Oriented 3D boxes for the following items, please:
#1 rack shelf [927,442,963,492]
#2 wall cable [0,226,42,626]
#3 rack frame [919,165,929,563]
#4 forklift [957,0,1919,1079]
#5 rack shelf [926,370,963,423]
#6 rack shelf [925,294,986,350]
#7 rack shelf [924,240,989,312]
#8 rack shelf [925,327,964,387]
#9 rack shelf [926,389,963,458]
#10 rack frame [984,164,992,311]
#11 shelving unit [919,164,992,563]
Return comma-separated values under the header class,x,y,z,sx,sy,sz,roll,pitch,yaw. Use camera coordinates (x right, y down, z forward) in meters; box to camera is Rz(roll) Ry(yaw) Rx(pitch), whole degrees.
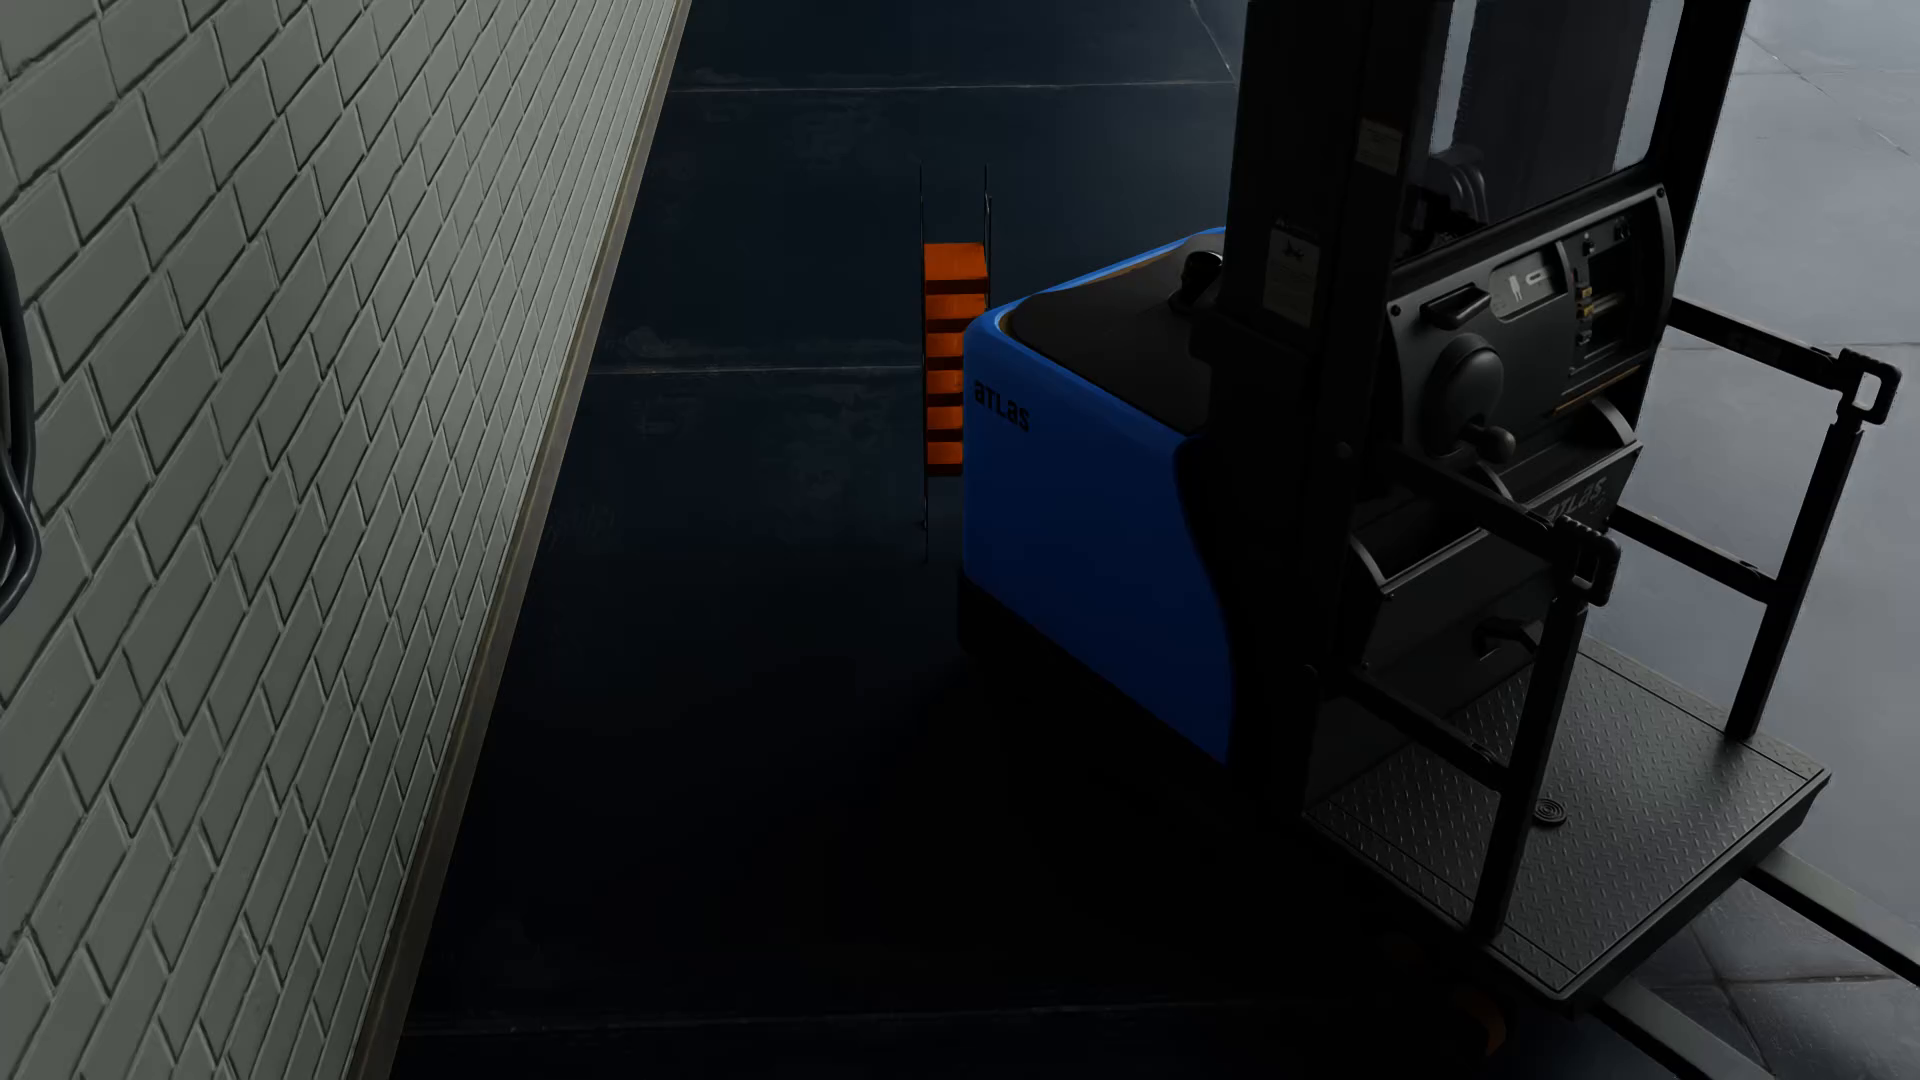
class,x,y,z,sx,sy,sz,roll,pitch,yaw
rack shelf,-0.014,-0.259,5.070,0.180,0.103,0.258,-2,35,-2
wall cable,-1.115,-0.200,0.360,0.112,2.526,3.097,-2,35,-2
rack frame,-0.106,-0.491,4.904,0.006,1.200,0.240,-2,35,-2
forklift,1.308,-0.396,3.246,1.130,2.935,3.031,-25,42,-31
rack shelf,-0.014,-0.456,4.933,0.180,0.103,0.258,-2,35,-2
rack shelf,-0.014,-0.654,4.797,0.180,0.103,0.258,-2,35,-2
rack shelf,-0.014,-0.752,4.728,0.180,0.103,0.258,-2,35,-2
rack shelf,-0.014,-0.555,4.865,0.180,0.103,0.258,-2,35,-2
rack shelf,-0.014,-0.358,5.002,0.180,0.103,0.258,-2,35,-2
rack frame,0.077,-0.495,4.912,0.006,1.200,0.240,-2,35,-2
shelving unit,-0.014,-0.493,4.908,0.189,1.200,0.258,-2,35,-2
